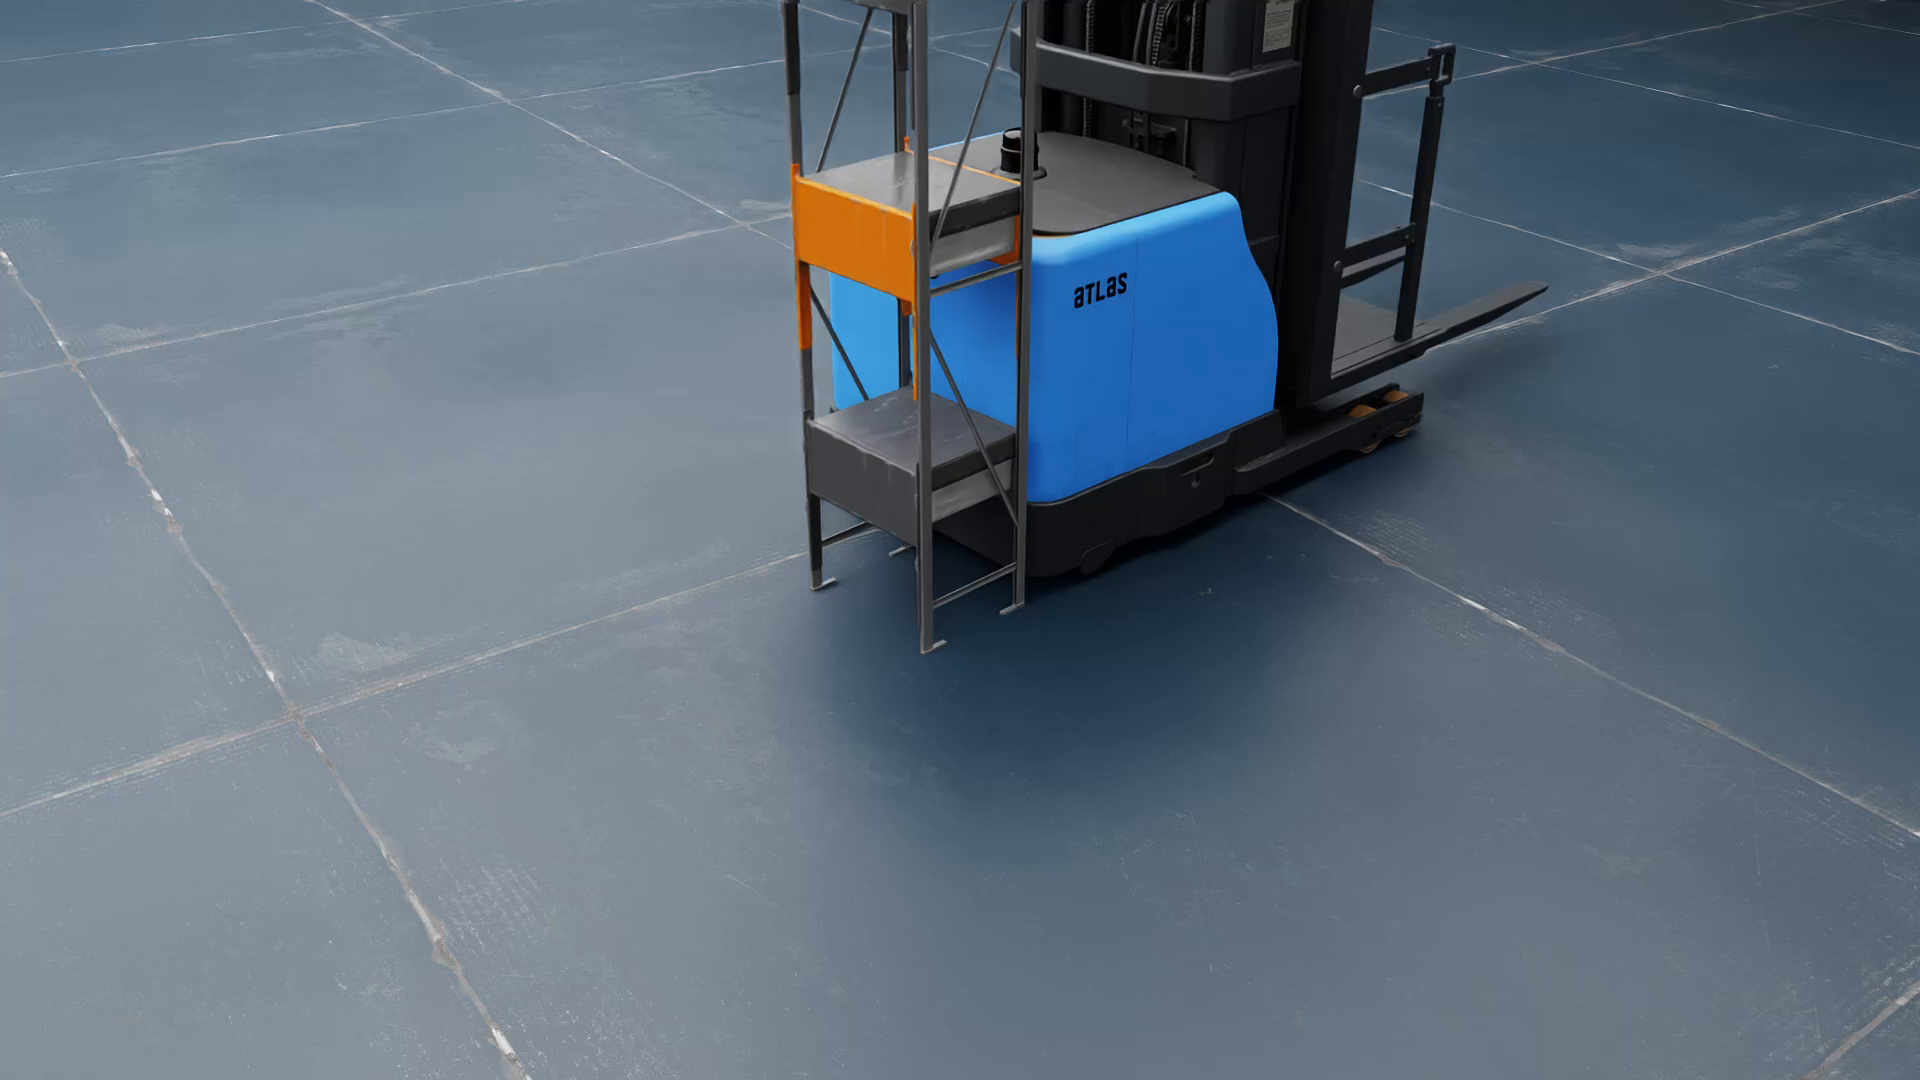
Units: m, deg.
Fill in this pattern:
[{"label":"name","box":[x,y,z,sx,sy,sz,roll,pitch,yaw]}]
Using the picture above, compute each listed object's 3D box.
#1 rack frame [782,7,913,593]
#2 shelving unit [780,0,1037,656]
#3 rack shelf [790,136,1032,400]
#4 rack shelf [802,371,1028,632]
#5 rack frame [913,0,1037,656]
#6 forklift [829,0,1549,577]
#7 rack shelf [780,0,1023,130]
[{"label":"rack frame","box":[-0.297,-0.834,4.586,0.400,2.100,0.015,-24,37,-37]},{"label":"shelving unit","box":[-0.129,-0.750,4.430,0.431,2.100,0.503,-24,37,-37]},{"label":"rack shelf","box":[-0.129,-0.738,4.437,0.431,0.518,0.480,-24,37,-37]},{"label":"rack shelf","box":[-0.129,-0.123,4.771,0.431,0.518,0.480,-24,37,-37]},{"label":"rack frame","box":[0.040,-0.665,4.275,0.400,2.100,0.015,-24,37,-37]},{"label":"forklift","box":[1.012,-1.760,5.419,3.031,2.935,1.130,-23,36,-36]},{"label":"rack shelf","box":[-0.129,-1.353,4.103,0.431,0.518,0.480,-24,37,-37]}]
